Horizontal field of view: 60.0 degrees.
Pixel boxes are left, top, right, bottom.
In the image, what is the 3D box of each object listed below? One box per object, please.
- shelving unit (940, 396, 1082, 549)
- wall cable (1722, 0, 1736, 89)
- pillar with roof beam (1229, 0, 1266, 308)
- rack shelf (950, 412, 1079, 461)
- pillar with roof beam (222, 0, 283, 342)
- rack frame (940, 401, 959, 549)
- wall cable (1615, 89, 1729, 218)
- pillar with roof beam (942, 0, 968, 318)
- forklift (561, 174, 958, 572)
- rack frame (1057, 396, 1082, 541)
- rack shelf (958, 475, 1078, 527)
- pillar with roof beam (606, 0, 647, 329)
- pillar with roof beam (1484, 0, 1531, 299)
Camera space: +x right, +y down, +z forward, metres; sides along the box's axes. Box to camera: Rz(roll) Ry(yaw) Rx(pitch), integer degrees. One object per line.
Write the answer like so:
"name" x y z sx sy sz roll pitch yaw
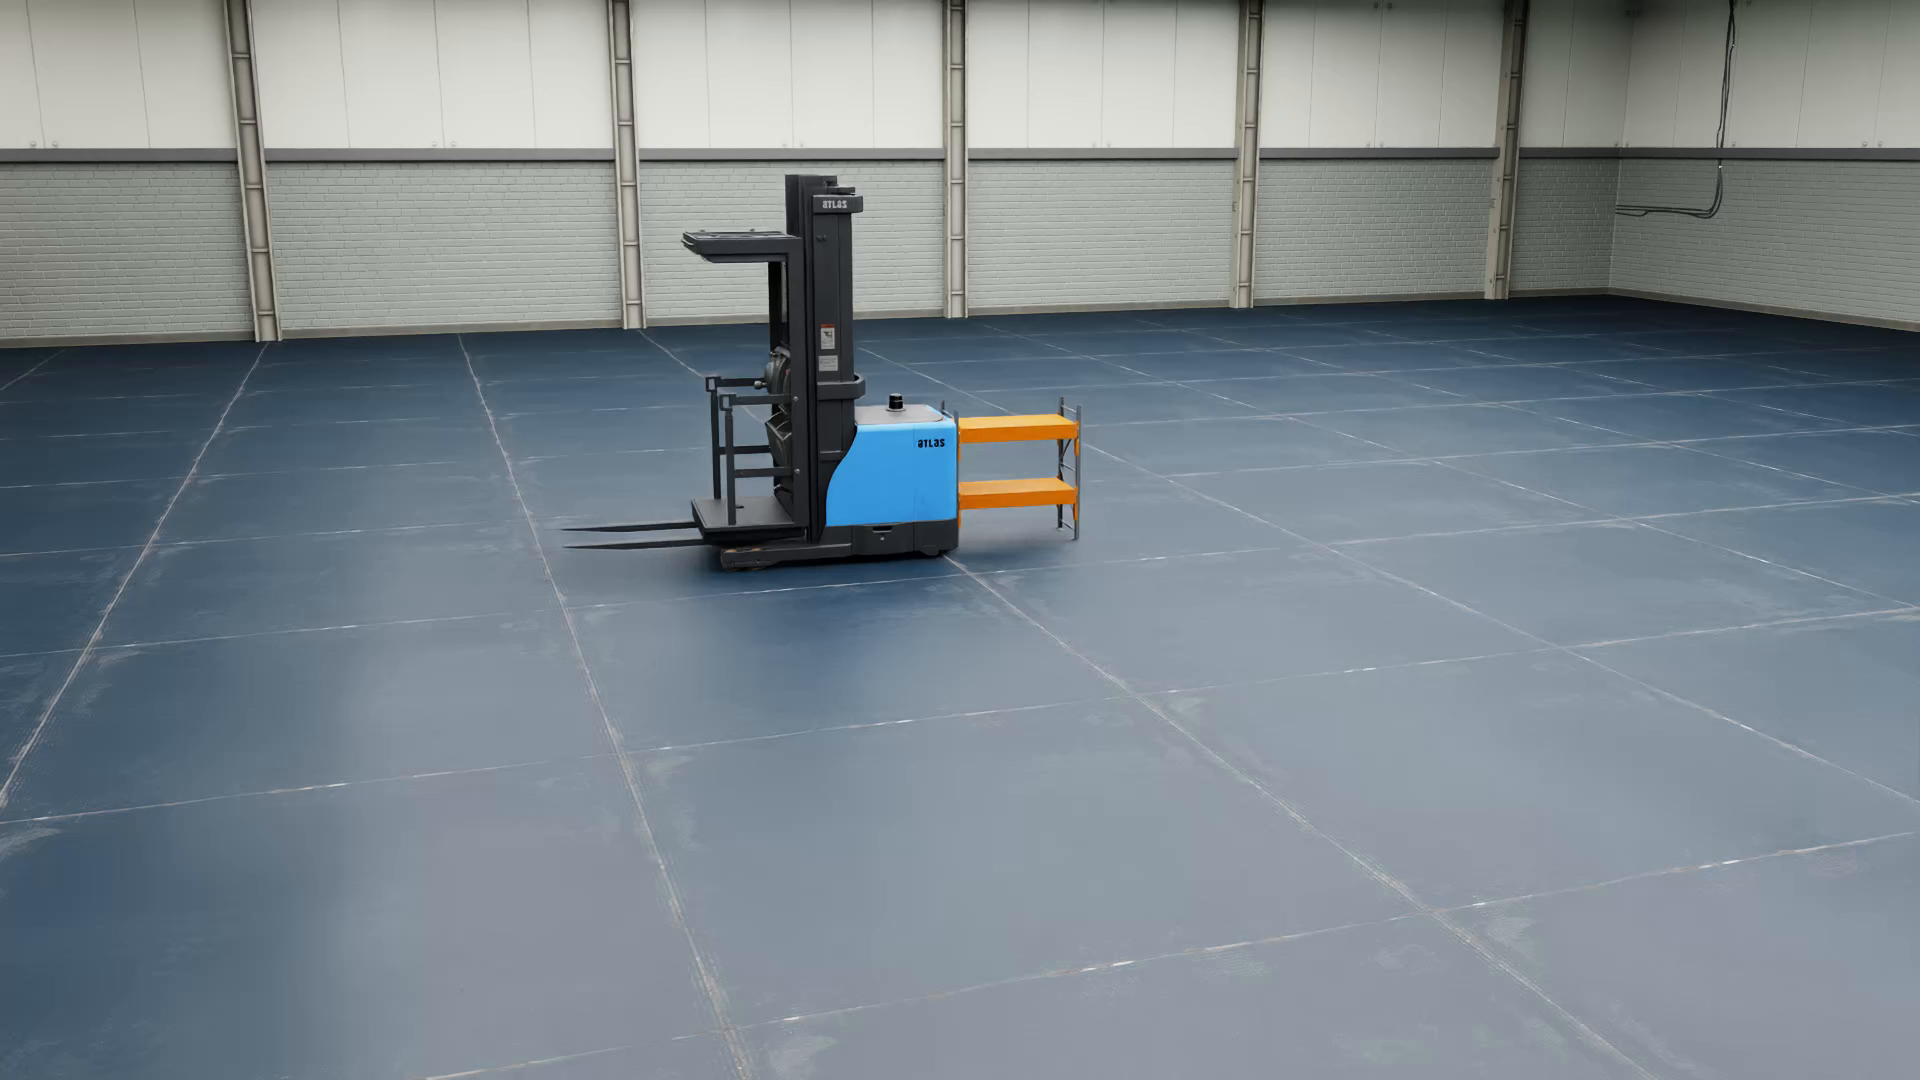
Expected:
"shelving unit" 0.407 -0.563 13.578 1.048 1.125 0.538 -3 14 -14
"wall cable" 15.364 -9.746 30.964 0.112 2.526 3.097 -4 14 -18
"pillar with roof beam" 6.973 -8.078 28.158 0.400 9.000 9.100 -4 14 -18
"rack shelf" 0.407 -0.847 13.510 1.000 0.278 0.538 -3 14 -14
"pillar with roof beam" -10.087 -6.750 22.573 0.400 9.000 9.100 -4 14 -18
"rack frame" -0.085 -0.533 13.454 0.032 1.125 0.500 -3 14 -14
"wall cable" 14.501 -7.882 34.043 0.112 2.526 3.097 -4 14 -18
"pillar with roof beam" 1.287 -7.635 26.296 0.400 9.000 9.100 -4 14 -18
"forklift" -1.590 -1.319 12.853 3.031 2.935 1.130 -3 14 -14
"rack frame" 0.900 -0.592 13.701 0.032 1.125 0.500 -3 14 -14
"rack shelf" 0.407 -0.325 13.634 1.000 0.278 0.538 -3 14 -14
"pillar with roof beam" -4.400 -7.192 24.434 0.400 9.000 9.100 -4 14 -18
"pillar with roof beam" 12.660 -8.521 30.019 0.400 9.000 9.100 -4 14 -18
